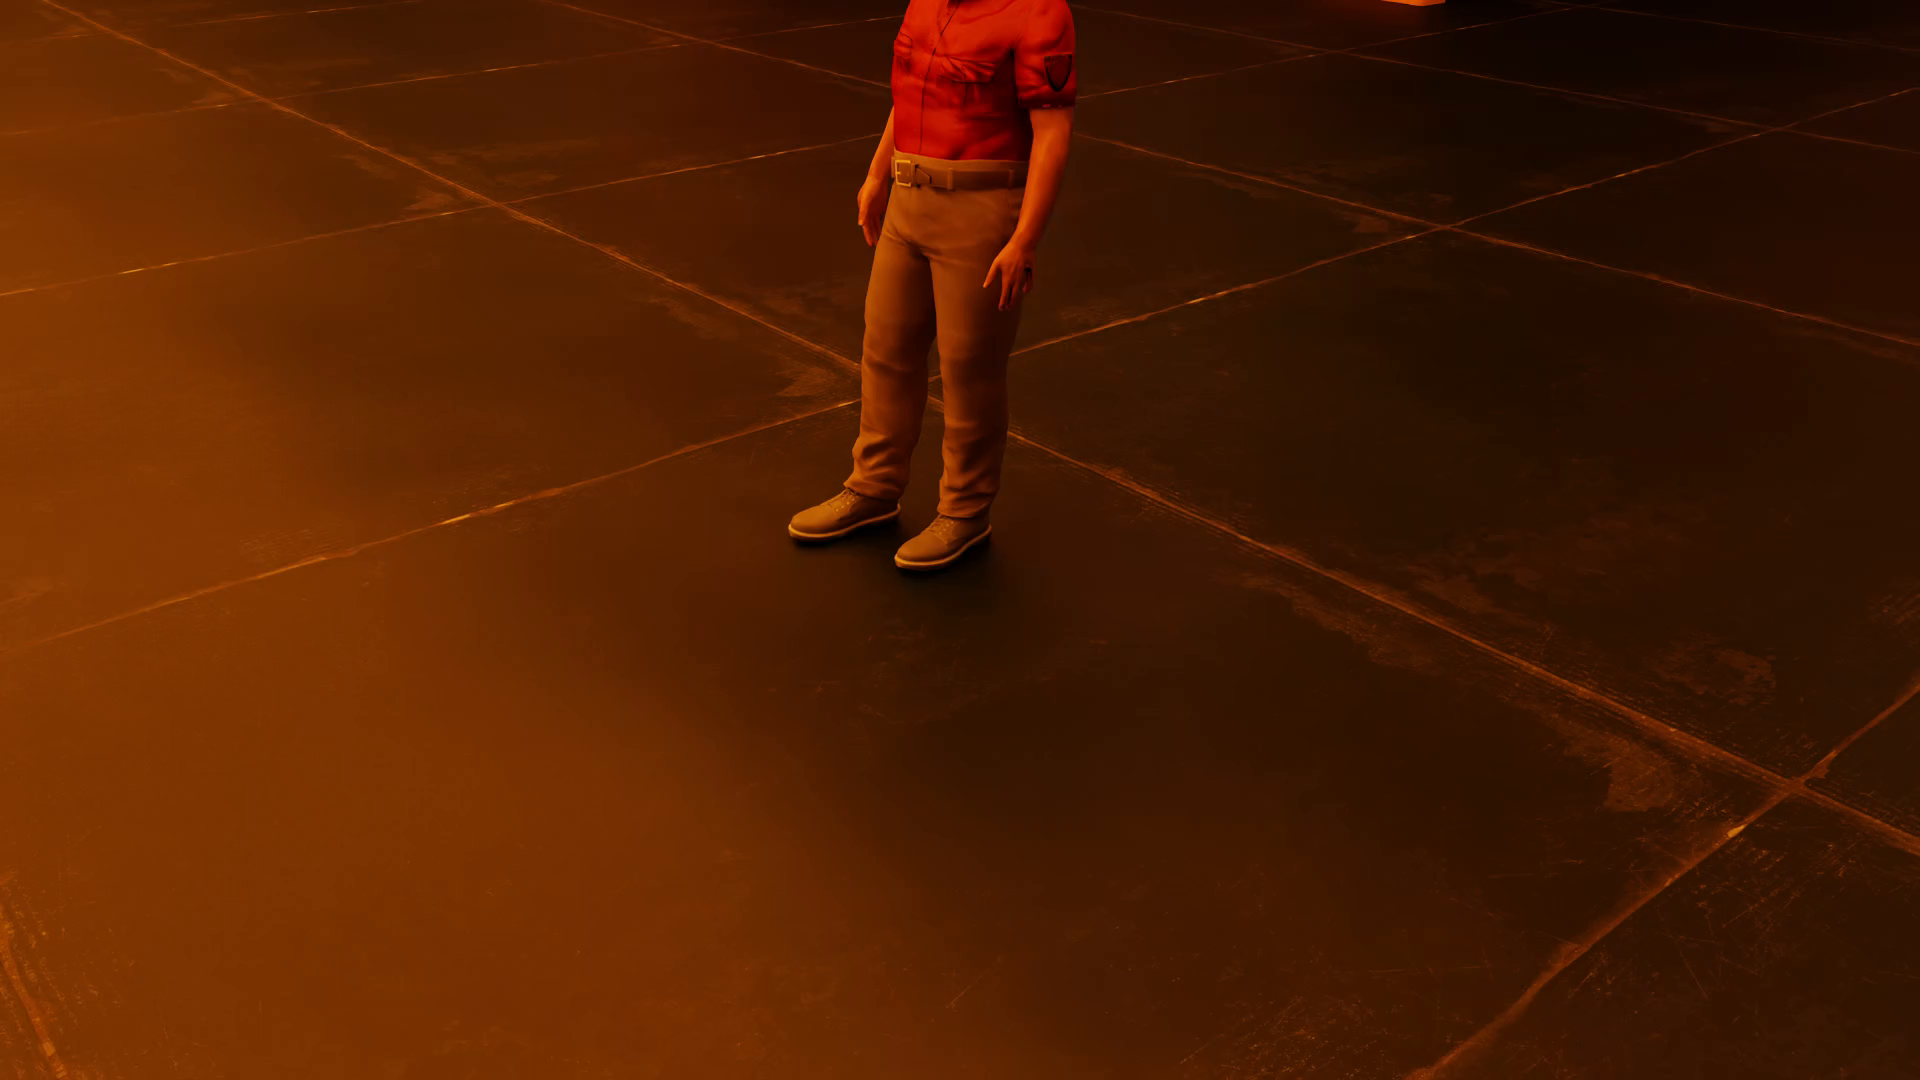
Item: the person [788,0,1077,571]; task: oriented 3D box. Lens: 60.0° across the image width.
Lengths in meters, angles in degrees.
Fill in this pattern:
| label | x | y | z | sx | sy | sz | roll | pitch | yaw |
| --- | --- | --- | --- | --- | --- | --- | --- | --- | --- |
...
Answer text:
| label | x | y | z | sx | sy | sz | roll | pitch | yaw |
| --- | --- | --- | --- | --- | --- | --- | --- | --- | --- |
| person | -0.077 | -0.760 | 4.070 | 0.550 | 1.727 | 0.641 | -20 | 33 | -35 |
